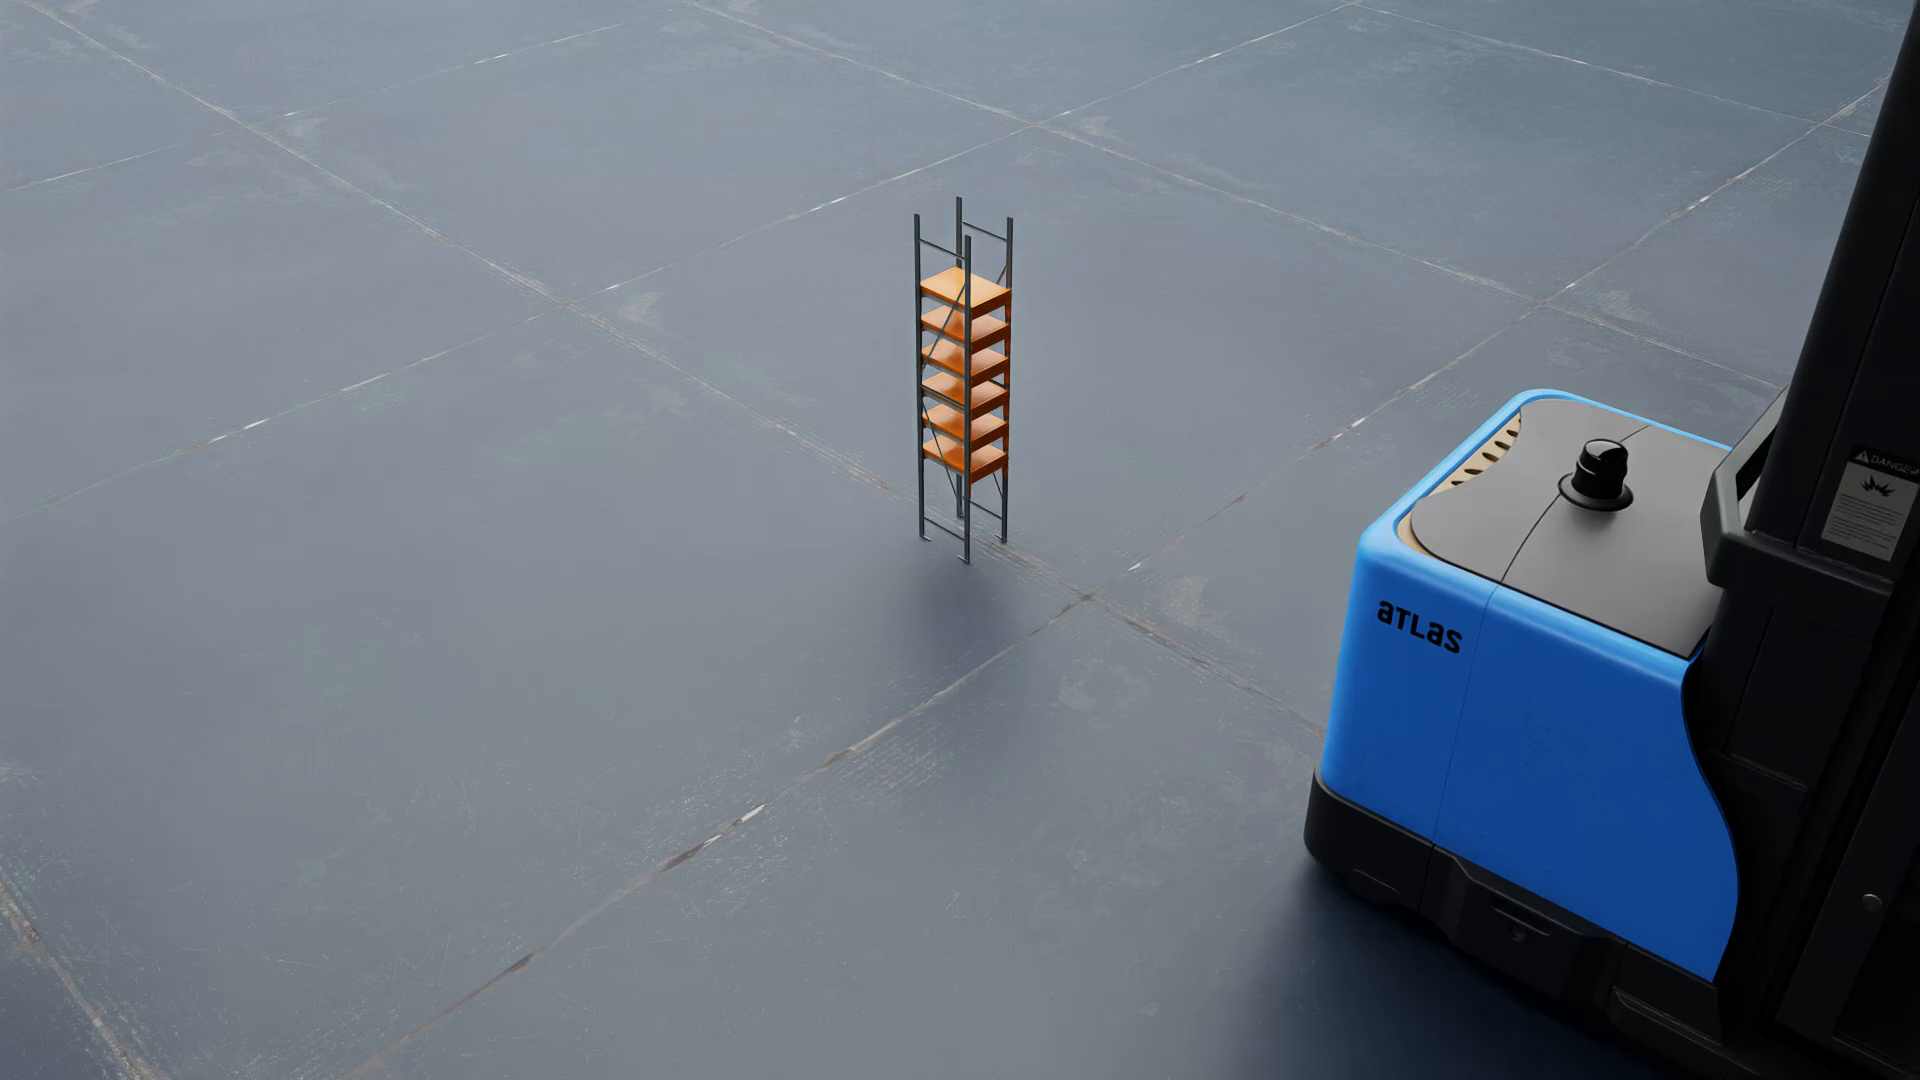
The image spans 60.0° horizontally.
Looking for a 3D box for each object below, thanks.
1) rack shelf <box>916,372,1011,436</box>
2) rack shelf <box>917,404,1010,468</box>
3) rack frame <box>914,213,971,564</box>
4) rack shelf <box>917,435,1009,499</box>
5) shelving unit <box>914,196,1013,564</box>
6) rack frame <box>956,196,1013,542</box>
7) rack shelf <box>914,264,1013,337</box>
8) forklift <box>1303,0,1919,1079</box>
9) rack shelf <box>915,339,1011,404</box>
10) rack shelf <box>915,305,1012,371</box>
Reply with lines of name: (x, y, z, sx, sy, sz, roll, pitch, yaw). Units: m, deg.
rack shelf: (0.010, -0.462, 5.441, 0.258, 0.103, 0.180, 30, 45, 35)
rack shelf: (0.010, -0.363, 5.509, 0.258, 0.103, 0.180, 30, 45, 35)
rack frame: (-0.054, -0.461, 5.362, 0.240, 1.200, 0.006, 30, 45, 35)
rack shelf: (0.010, -0.265, 5.578, 0.258, 0.103, 0.180, 30, 45, 35)
shelving unit: (0.010, -0.498, 5.415, 0.258, 1.200, 0.189, 30, 45, 35)
rack frame: (0.075, -0.535, 5.468, 0.240, 1.200, 0.006, 30, 45, 35)
rack shelf: (0.010, -0.757, 5.235, 0.258, 0.103, 0.180, 30, 45, 35)
forklift: (2.379, -0.002, 3.191, 3.031, 2.935, 1.130, 25, 42, 32)
rack shelf: (0.010, -0.560, 5.372, 0.258, 0.103, 0.180, 30, 45, 35)
rack shelf: (0.010, -0.658, 5.303, 0.258, 0.103, 0.180, 30, 45, 35)
